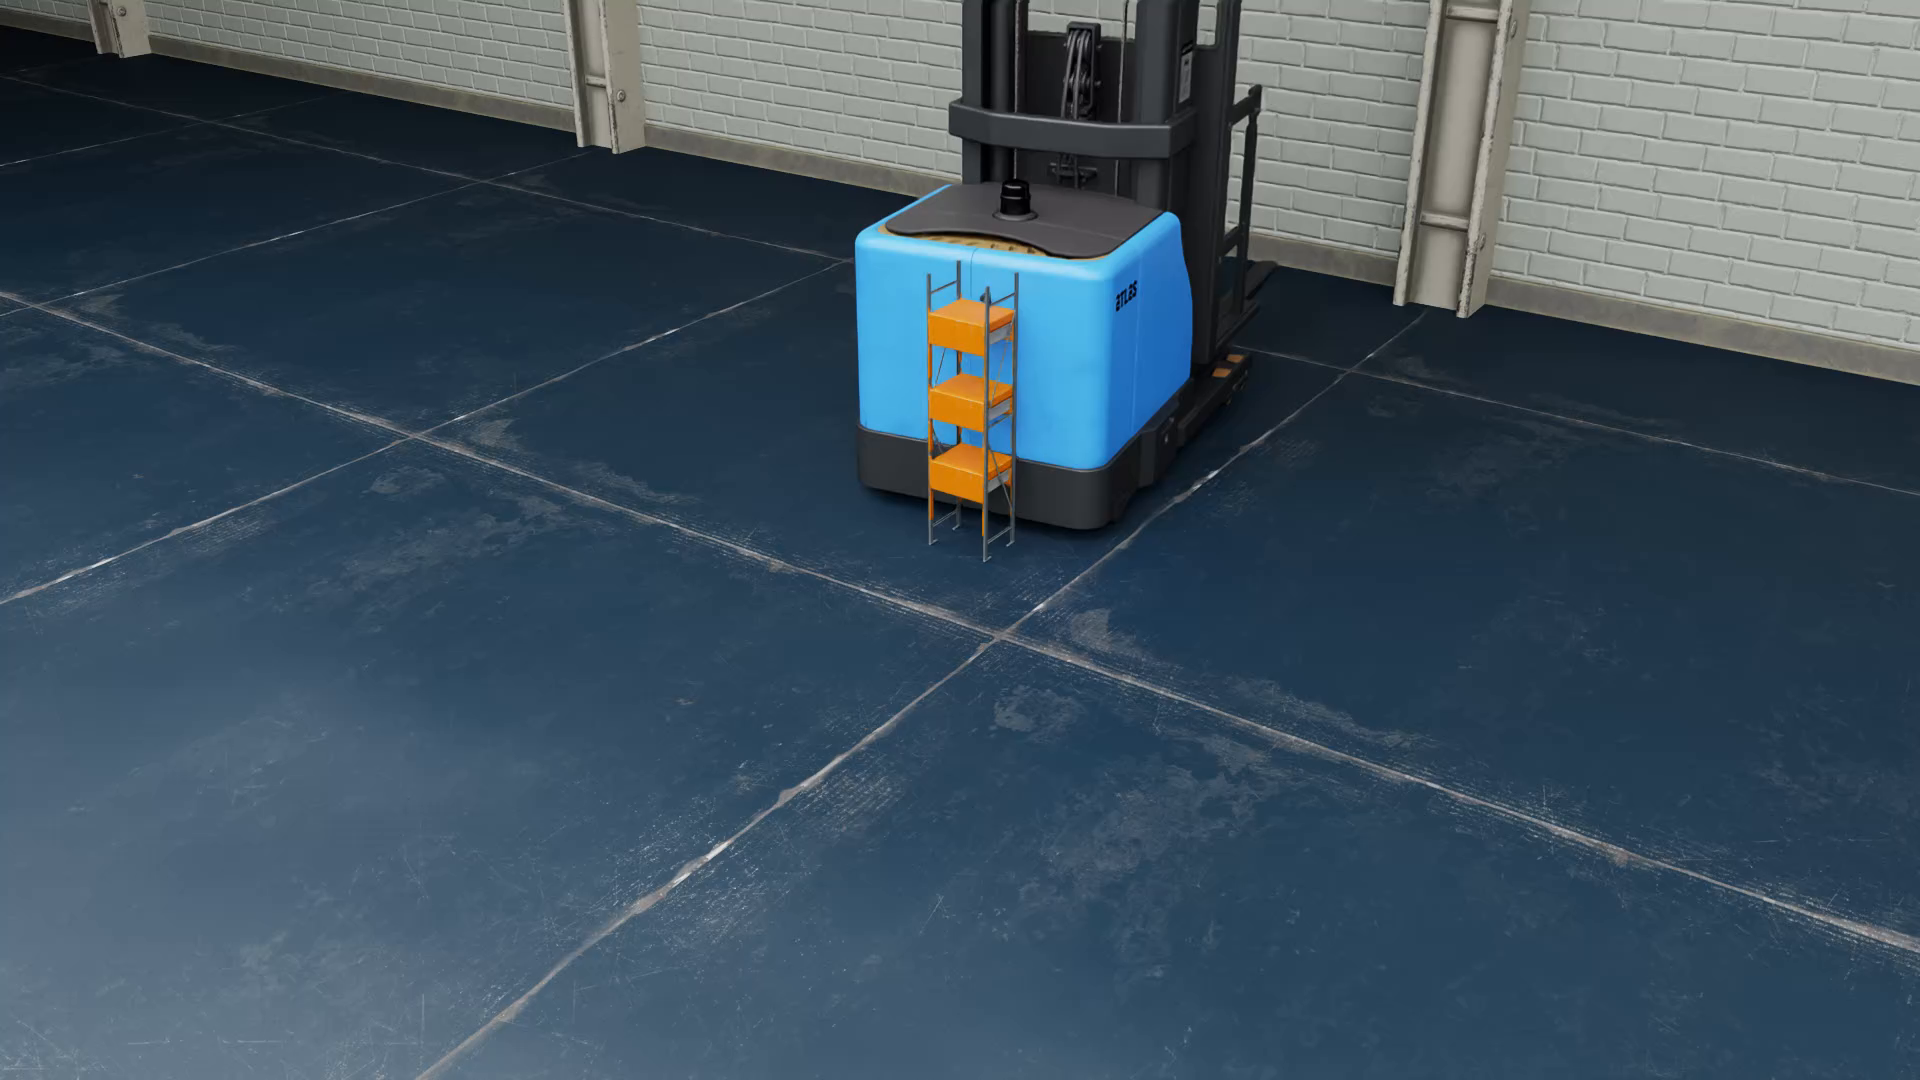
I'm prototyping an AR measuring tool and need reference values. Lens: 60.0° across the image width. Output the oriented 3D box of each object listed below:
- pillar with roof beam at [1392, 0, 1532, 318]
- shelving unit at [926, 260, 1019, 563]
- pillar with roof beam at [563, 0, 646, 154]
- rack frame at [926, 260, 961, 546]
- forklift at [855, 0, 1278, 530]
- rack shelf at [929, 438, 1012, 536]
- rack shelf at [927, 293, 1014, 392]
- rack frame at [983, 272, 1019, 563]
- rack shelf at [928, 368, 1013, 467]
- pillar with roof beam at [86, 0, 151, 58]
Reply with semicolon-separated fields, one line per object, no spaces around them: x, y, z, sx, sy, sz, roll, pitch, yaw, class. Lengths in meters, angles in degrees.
0.065;-3.638;3.477;0.400;9.000;9.100;17;32;30;pillar with roof beam
0.044;-0.454;5.985;0.252;1.050;0.215;17;32;30;shelving unit
-4.881;-5.179;6.505;0.400;9.000;9.100;17;32;30;pillar with roof beam
-0.056;-0.486;6.046;0.008;1.050;0.200;17;32;30;rack frame
0.683;-1.986;6.921;1.130;2.935;3.031;12;29;22;forklift
0.044;-0.197;6.116;0.240;0.259;0.215;17;32;30;rack shelf
0.044;-0.698;5.861;0.240;0.259;0.215;17;32;30;rack shelf
0.145;-0.423;5.923;0.008;1.050;0.200;17;32;30;rack frame
0.044;-0.445;5.990;0.240;0.259;0.215;17;32;30;rack shelf
-9.826;-6.720;9.532;0.400;9.000;9.100;17;32;30;pillar with roof beam
